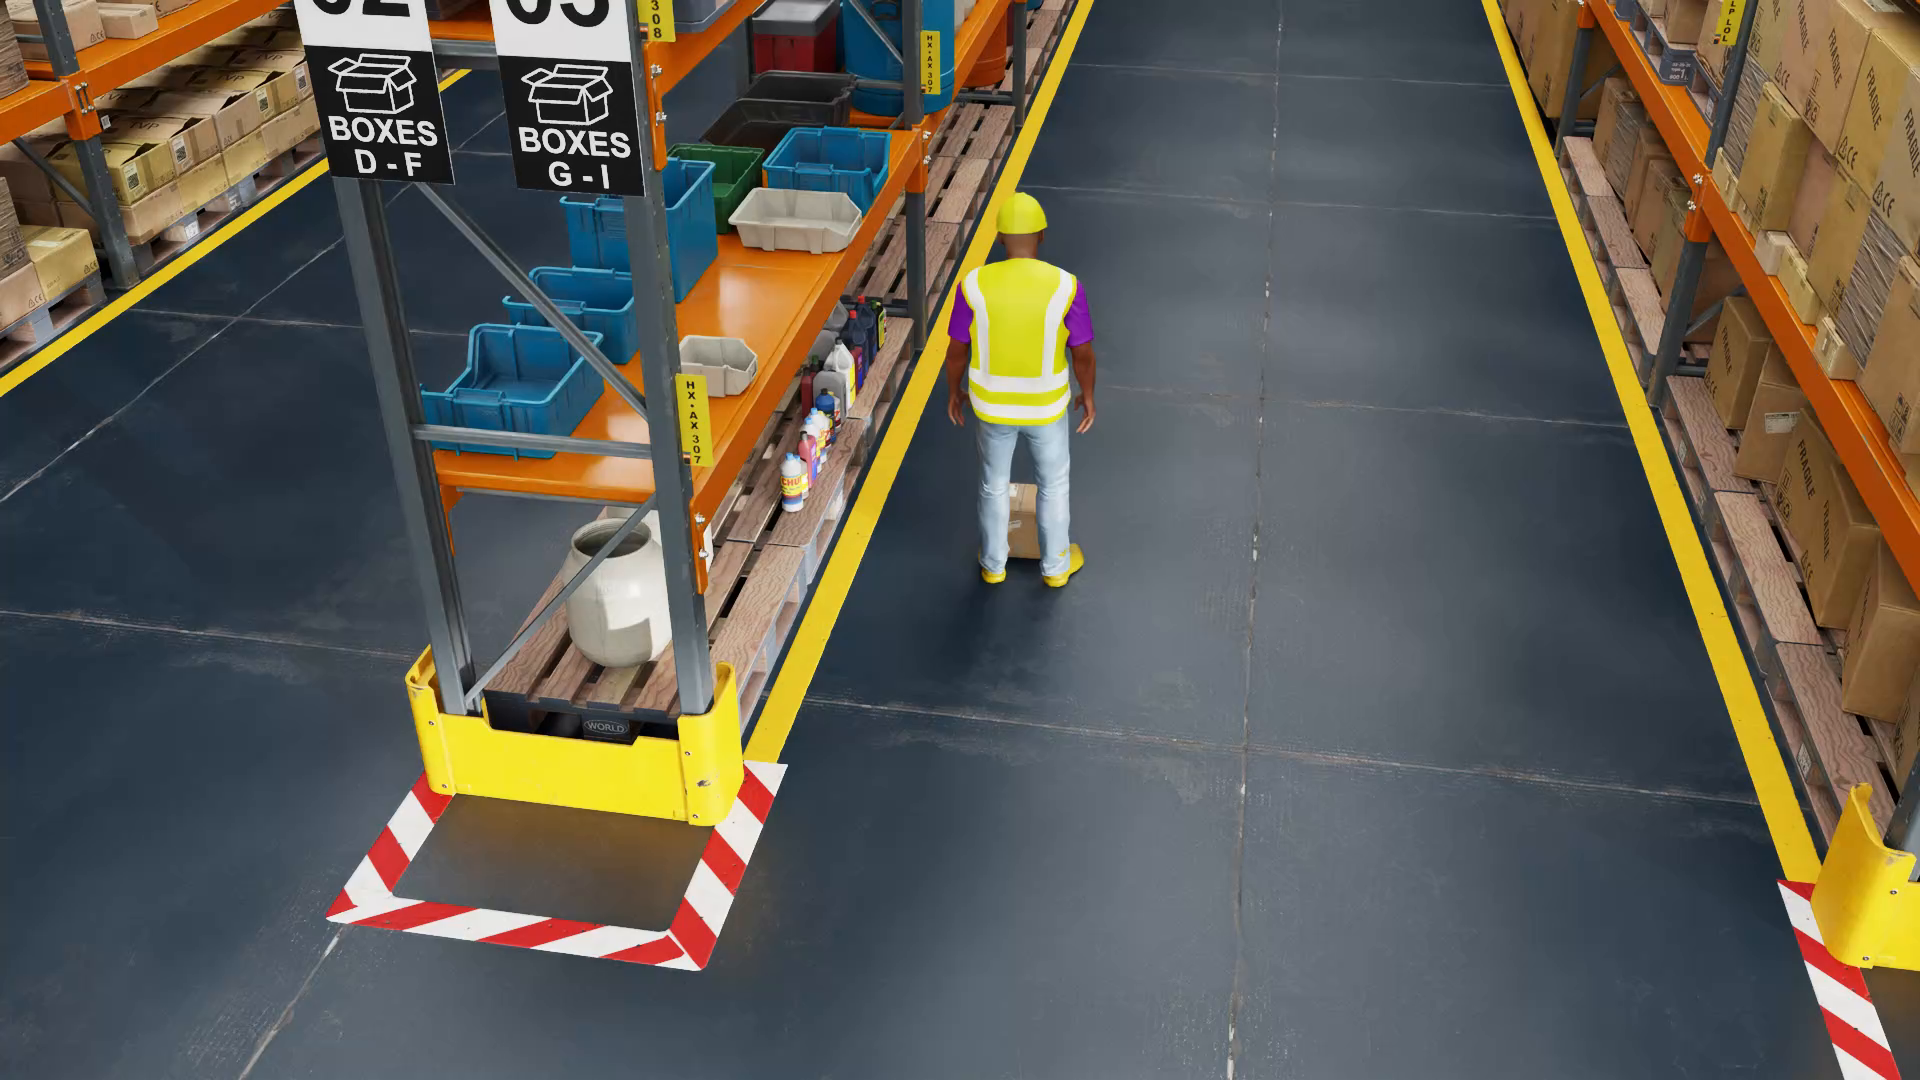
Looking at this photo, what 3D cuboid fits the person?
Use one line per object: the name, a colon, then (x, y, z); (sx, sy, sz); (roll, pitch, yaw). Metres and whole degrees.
person: (0.261, -0.609, 7.087); (0.638, 1.761, 0.458); (4, 32, 7)
